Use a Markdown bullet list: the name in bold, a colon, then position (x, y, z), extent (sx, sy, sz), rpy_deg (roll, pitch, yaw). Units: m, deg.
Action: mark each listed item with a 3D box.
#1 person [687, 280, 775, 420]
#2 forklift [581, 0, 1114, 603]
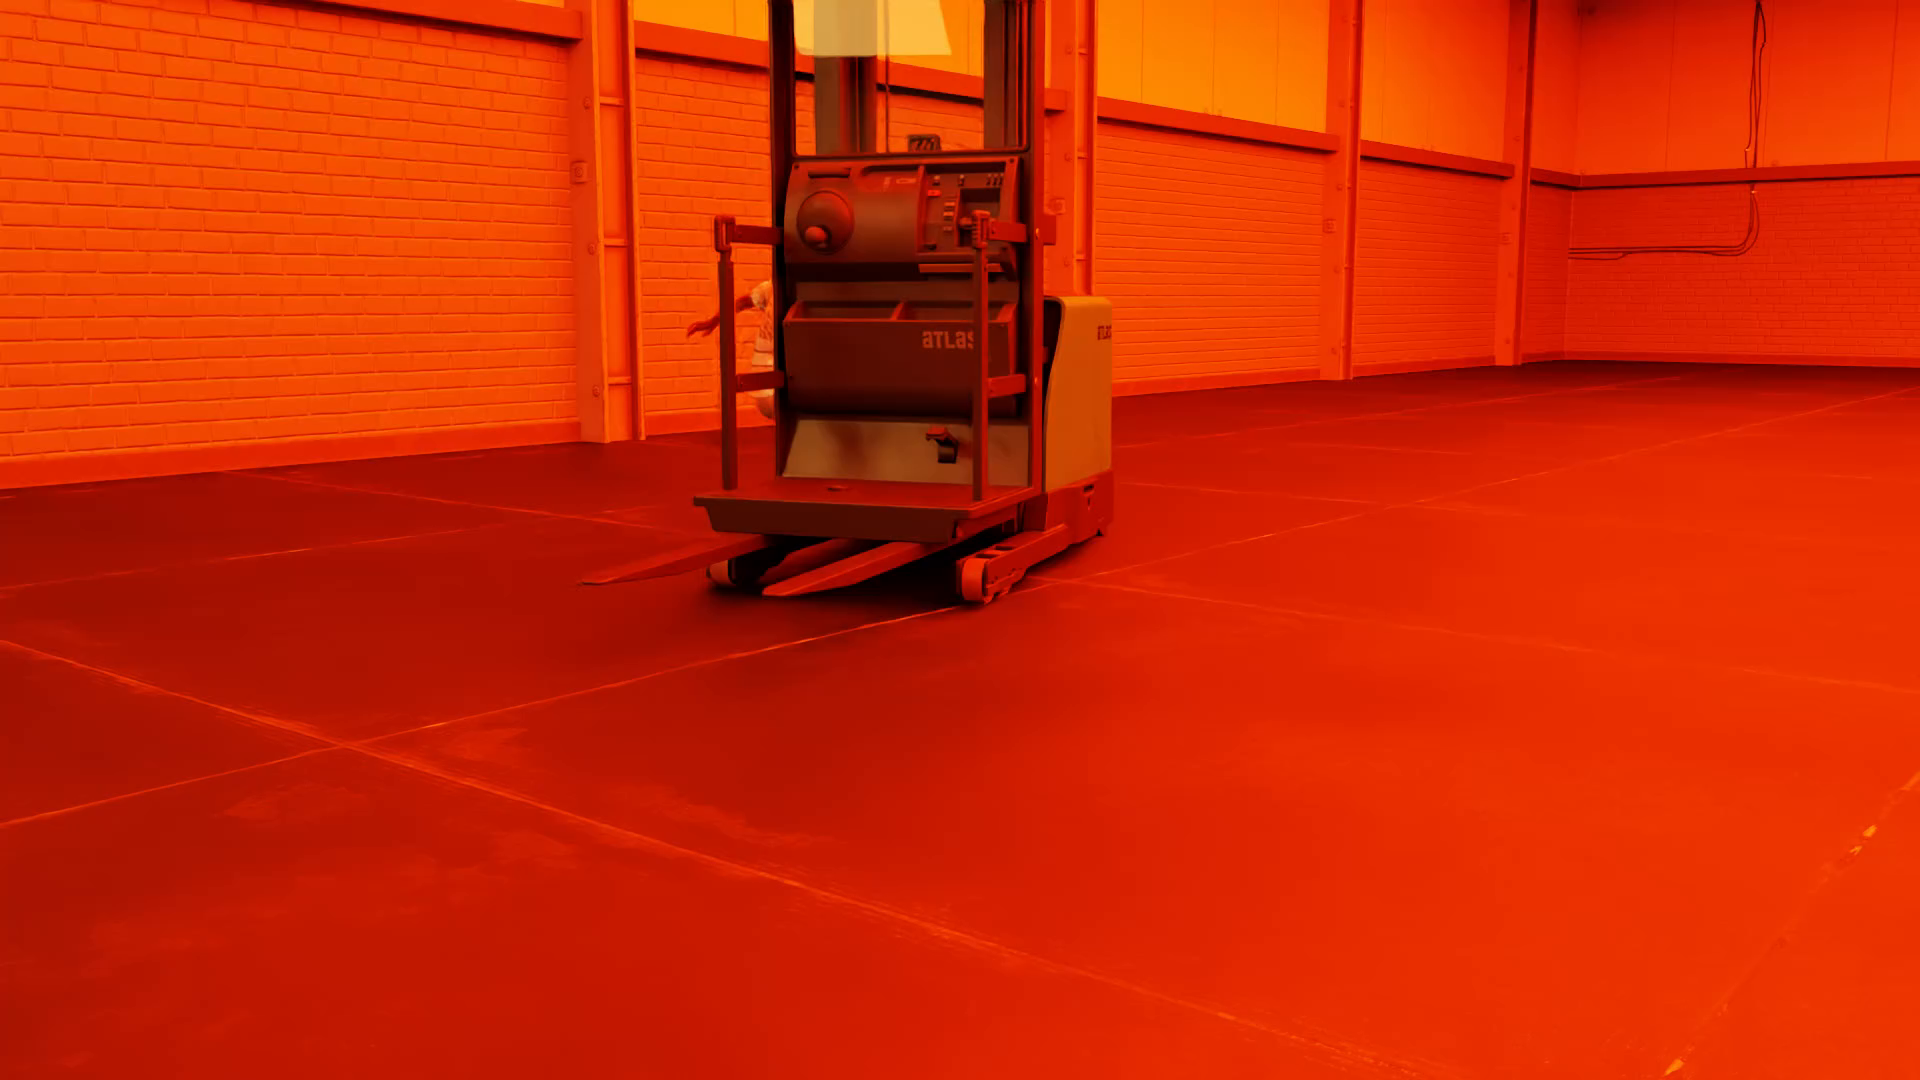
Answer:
- **person**: position (-0.671, -0.739, 7.929), extent (0.892, 1.383, 1.125), rpy_deg (-5, 10, -32)
- **forklift**: position (-0.301, -1.292, 6.113), extent (1.130, 2.935, 3.031), rpy_deg (3, 9, 20)
